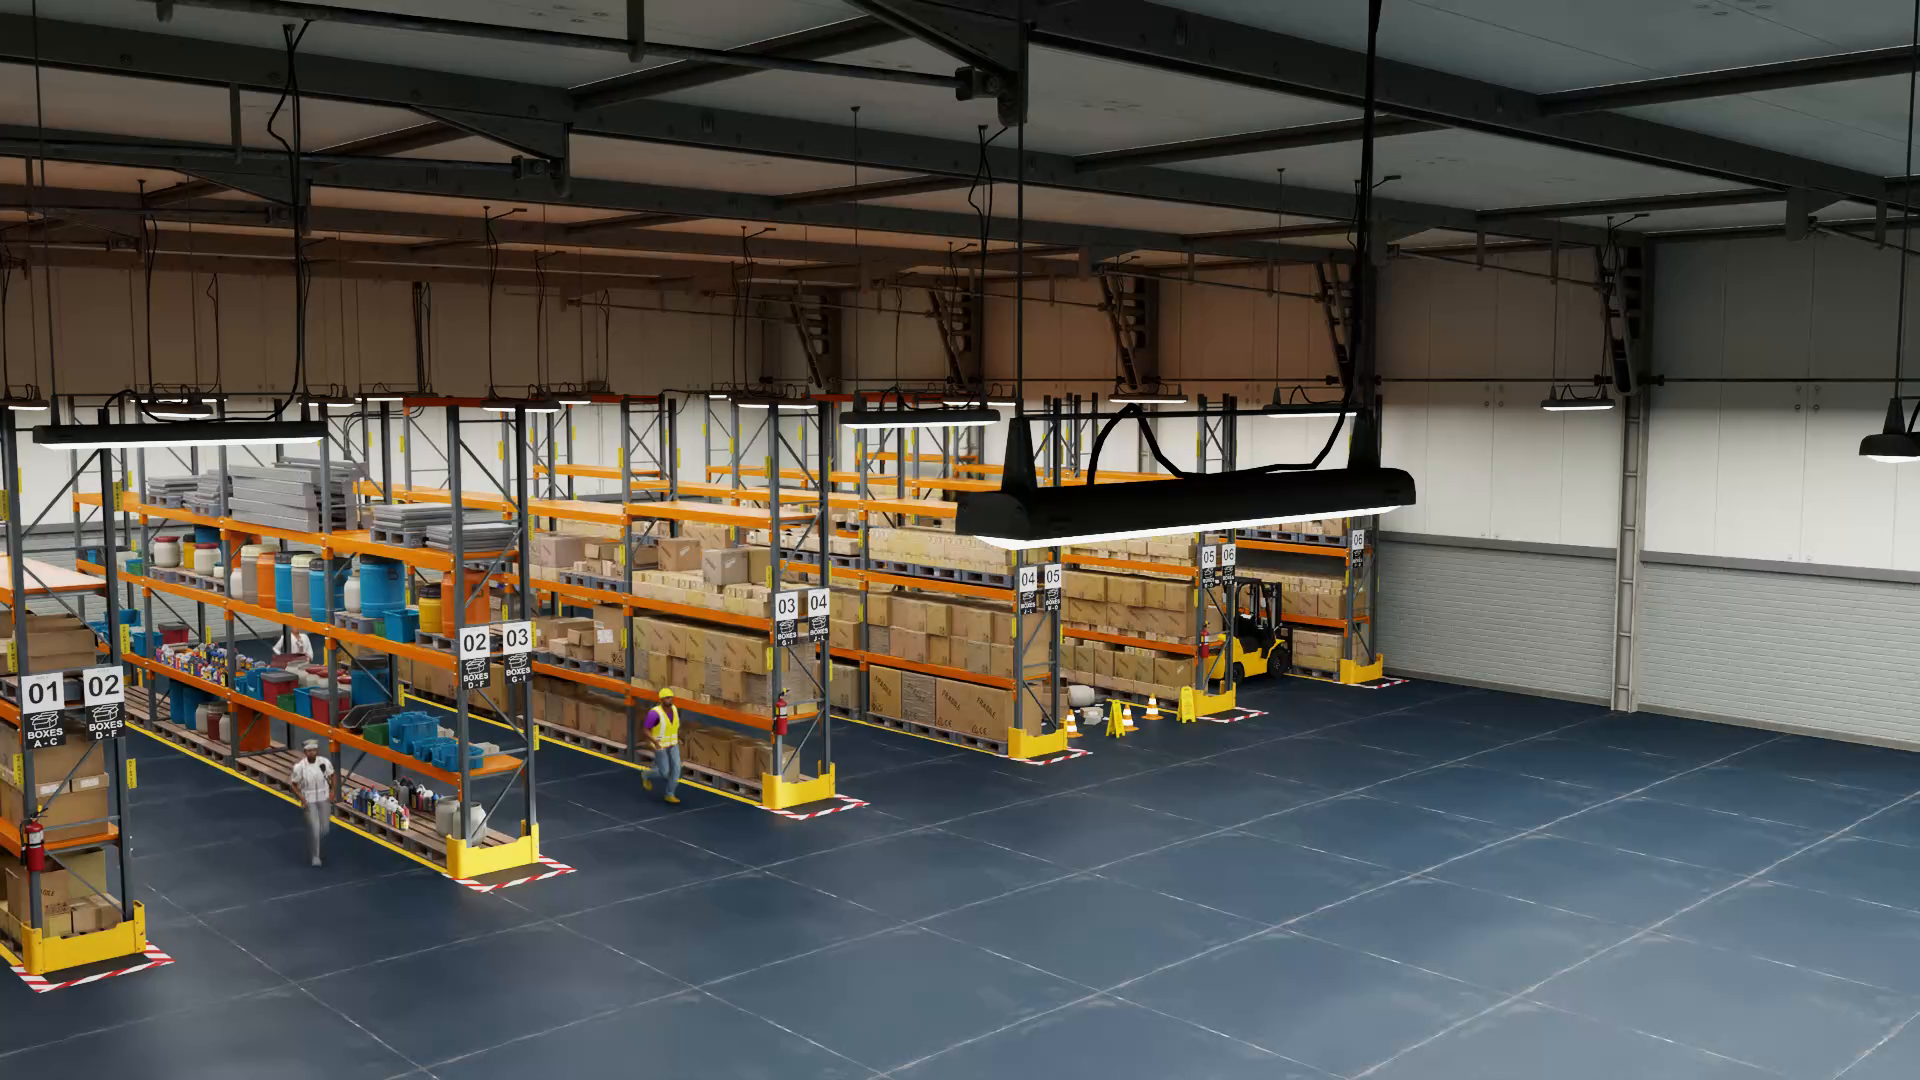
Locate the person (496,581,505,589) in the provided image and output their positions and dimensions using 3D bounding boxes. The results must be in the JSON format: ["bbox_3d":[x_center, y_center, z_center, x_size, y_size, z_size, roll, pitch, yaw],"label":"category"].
[{"bbox_3d":[-11.112,1.659,39.998,0.647,1.600,0.835,5,8,43],"label":"person"}]

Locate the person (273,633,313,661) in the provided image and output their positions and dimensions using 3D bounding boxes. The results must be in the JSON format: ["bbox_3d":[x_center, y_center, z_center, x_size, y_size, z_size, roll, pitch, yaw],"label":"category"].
[{"bbox_3d":[-12.638,2.495,31.594,0.664,1.413,0.742,4,7,36],"label":"person"}]

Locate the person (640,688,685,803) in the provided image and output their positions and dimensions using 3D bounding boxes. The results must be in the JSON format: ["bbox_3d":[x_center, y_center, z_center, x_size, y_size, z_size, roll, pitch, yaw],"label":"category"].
[{"bbox_3d":[-4.476,3.063,24.988,0.748,1.723,0.690,5,7,42],"label":"person"}]

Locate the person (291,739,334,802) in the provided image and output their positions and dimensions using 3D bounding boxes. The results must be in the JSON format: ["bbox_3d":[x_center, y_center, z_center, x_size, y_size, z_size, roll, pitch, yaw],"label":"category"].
[{"bbox_3d":[-8.441,2.990,21.709,0.546,0.829,0.344,-3,6,-32],"label":"person"}]
